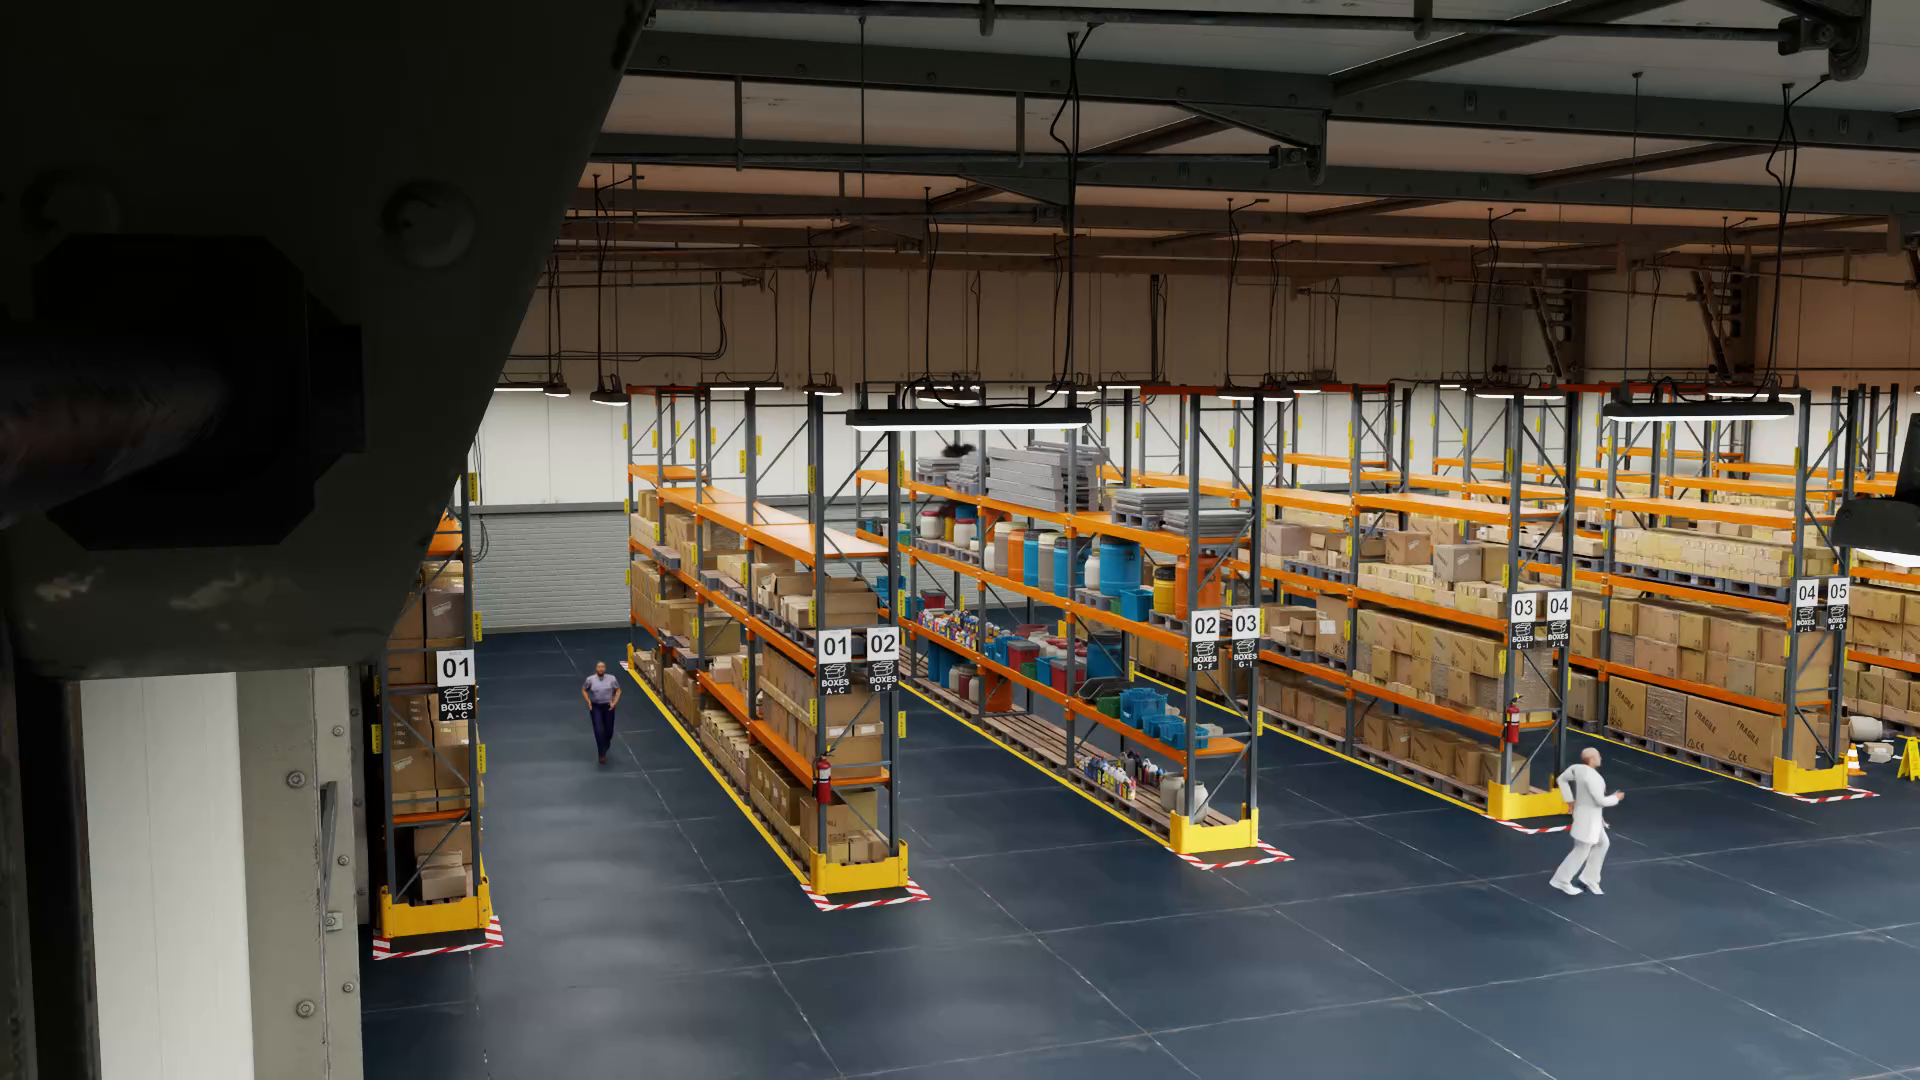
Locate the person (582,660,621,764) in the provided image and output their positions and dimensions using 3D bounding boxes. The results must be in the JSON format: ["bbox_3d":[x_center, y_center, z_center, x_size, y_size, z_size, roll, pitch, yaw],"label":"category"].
[{"bbox_3d":[-5.810,2.793,26.979,0.618,1.544,0.719,-2,6,-17],"label":"person"}]

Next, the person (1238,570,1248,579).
[{"bbox_3d":[6.908,1.252,41.063,0.620,1.734,0.733,-1,6,-9],"label":"person"}]

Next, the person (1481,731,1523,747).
[{"bbox_3d":[9.185,2.552,28.222,0.736,1.769,1.003,-4,7,-35],"label":"person"}]

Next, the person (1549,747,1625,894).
[{"bbox_3d":[7.515,3.398,19.925,0.840,1.856,0.708,1,6,7],"label":"person"}]

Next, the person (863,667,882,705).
[{"bbox_3d":[-1.669,2.242,31.511,0.542,1.757,0.753,-2,6,-15],"label":"person"}]
